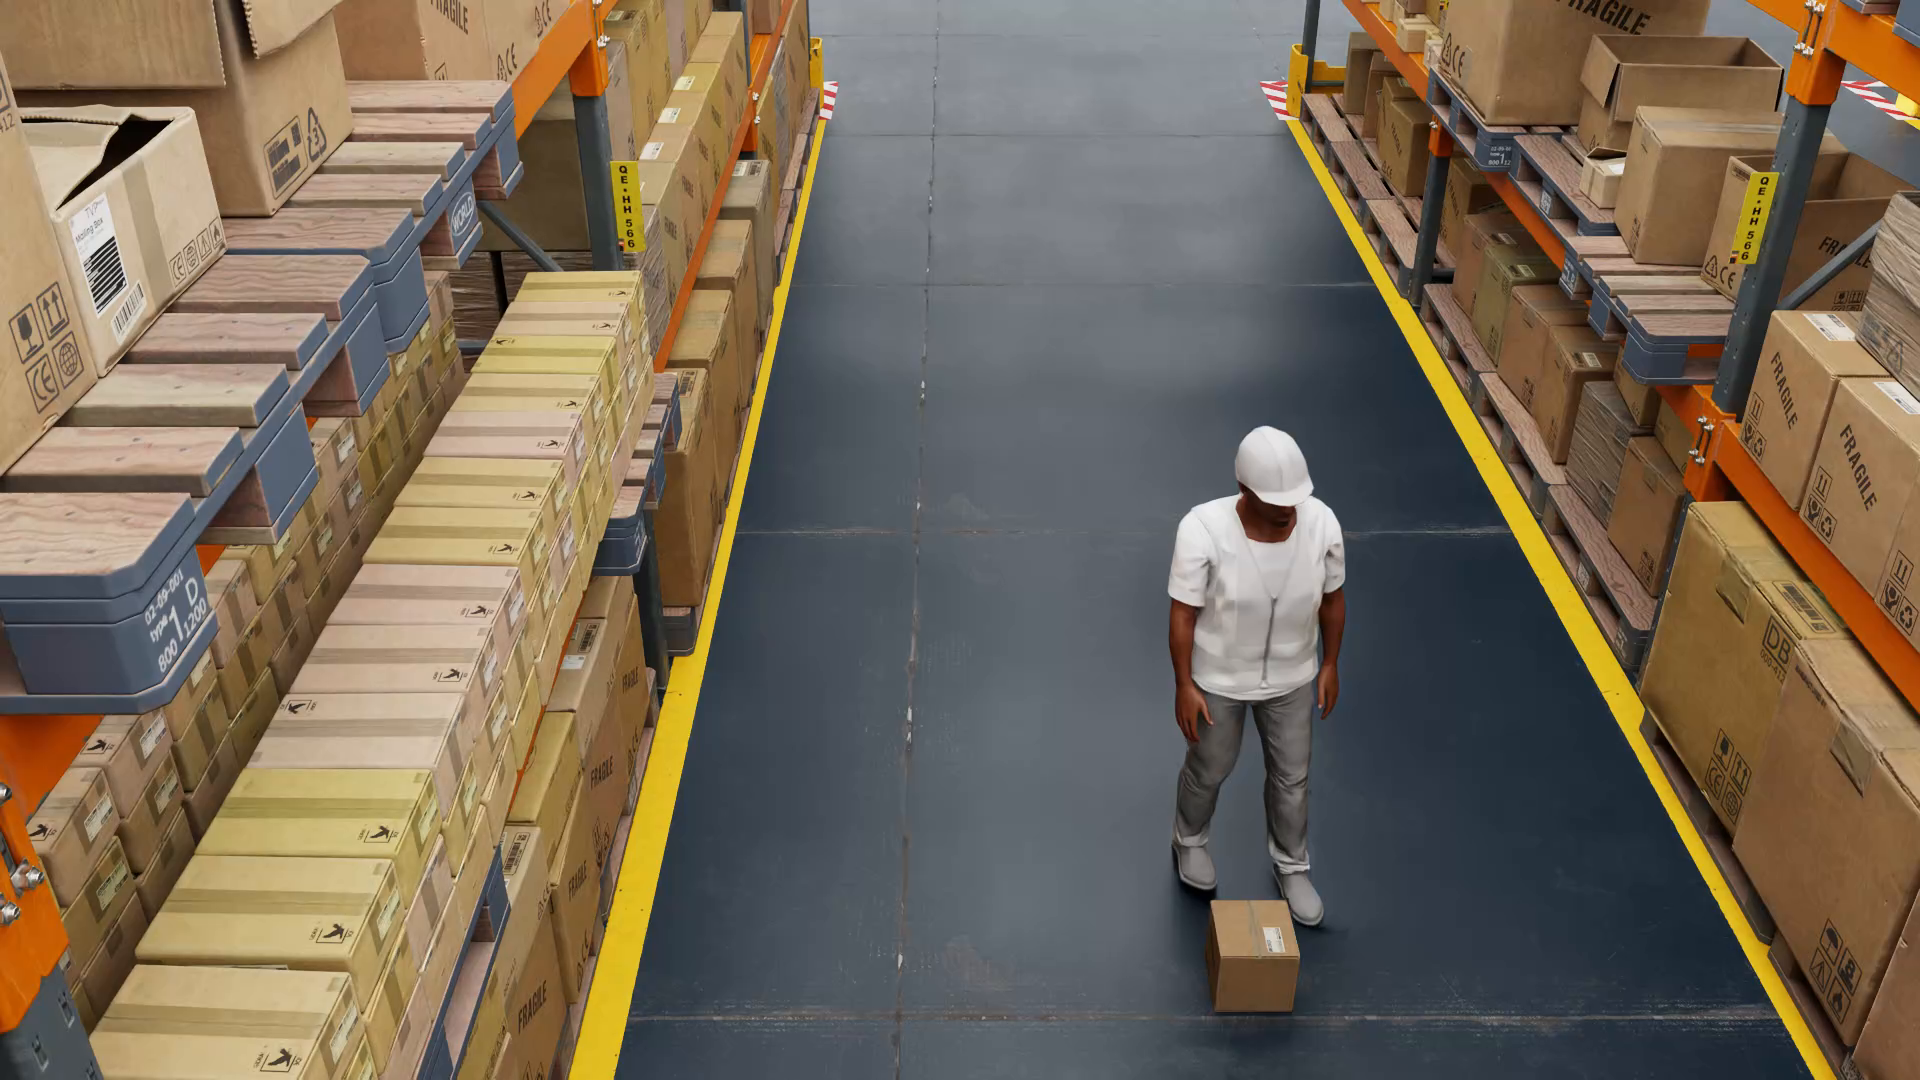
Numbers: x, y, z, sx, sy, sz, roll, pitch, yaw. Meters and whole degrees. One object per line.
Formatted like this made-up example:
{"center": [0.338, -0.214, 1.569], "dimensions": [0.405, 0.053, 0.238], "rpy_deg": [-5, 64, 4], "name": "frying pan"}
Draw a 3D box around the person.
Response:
{"center": [0.956, 0.448, 5.366], "dimensions": [0.590, 1.781, 0.509], "rpy_deg": [-4, 32, -6], "name": "person"}
